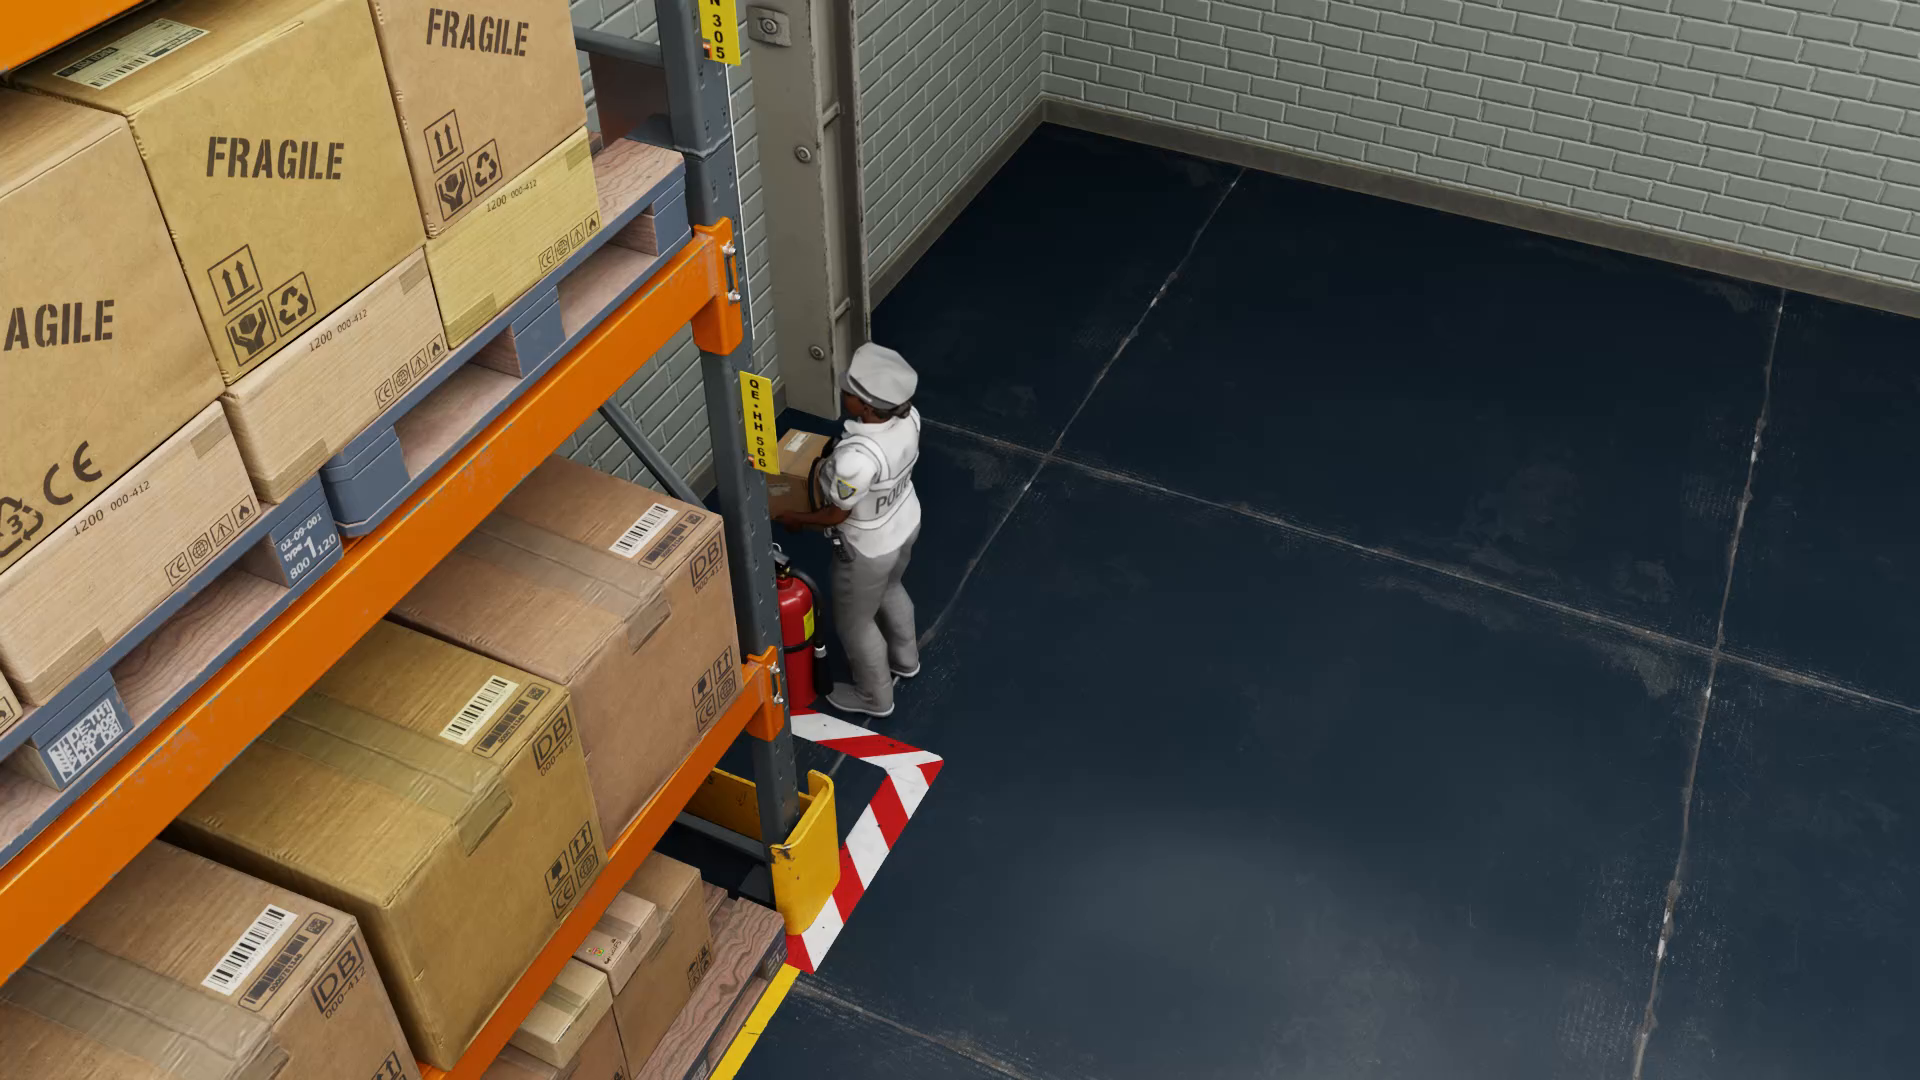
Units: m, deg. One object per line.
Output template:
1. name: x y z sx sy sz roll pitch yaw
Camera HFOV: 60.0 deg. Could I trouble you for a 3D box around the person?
1. person: -0.400 -0.352 5.922 0.517 0.791 0.450 18 45 19
